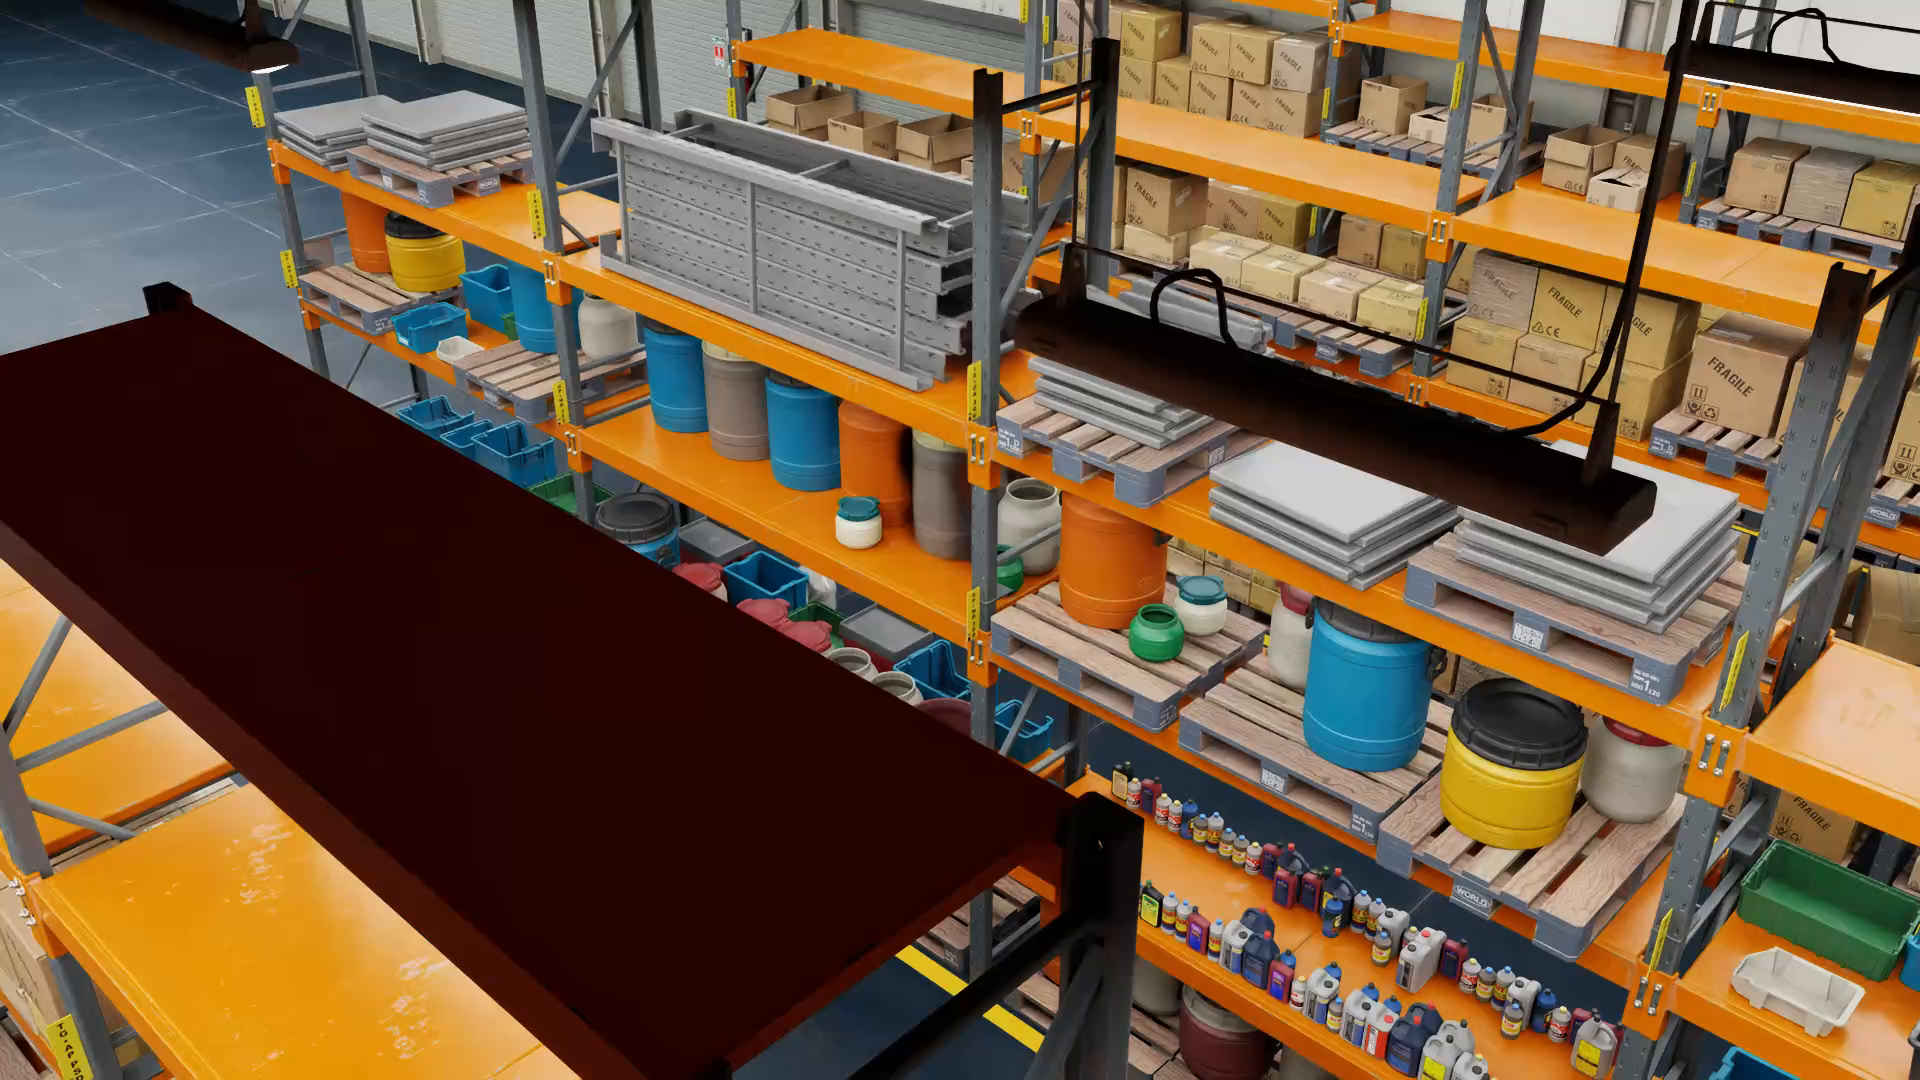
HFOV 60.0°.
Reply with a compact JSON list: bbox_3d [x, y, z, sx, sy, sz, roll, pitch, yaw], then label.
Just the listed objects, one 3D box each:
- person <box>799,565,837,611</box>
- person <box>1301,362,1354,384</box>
[{"bbox_3d":[-1.149,0.768,13.176,0.378,1.590,0.610,6,30,10],"label":"person"},{"bbox_3d":[3.843,-1.598,17.359,0.507,1.825,0.707,-15,33,-24],"label":"person"}]
